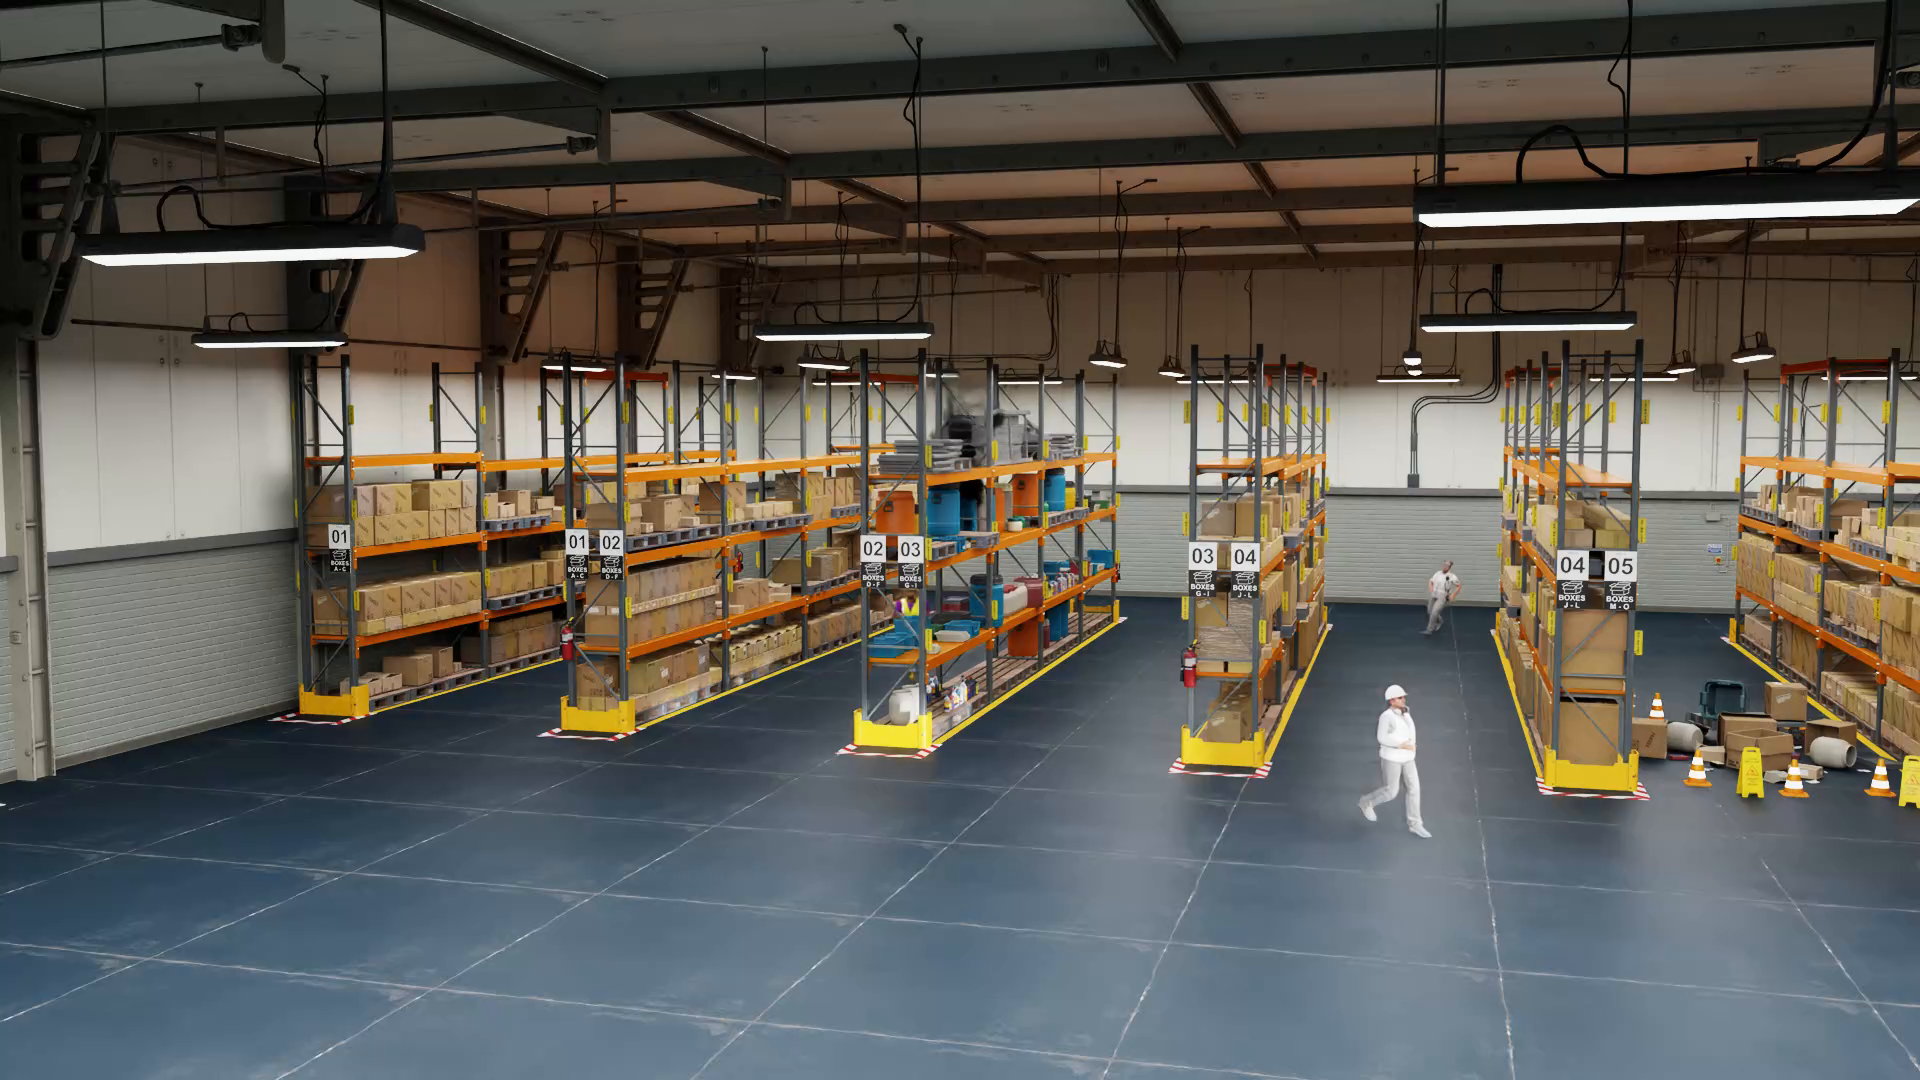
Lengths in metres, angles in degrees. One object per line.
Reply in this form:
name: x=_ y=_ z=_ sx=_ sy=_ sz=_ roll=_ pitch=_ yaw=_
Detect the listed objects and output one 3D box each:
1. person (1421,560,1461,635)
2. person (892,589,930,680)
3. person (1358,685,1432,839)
person: x=10.943 y=1.303 z=37.866 sx=0.836 sy=1.718 sz=0.728 roll=-3 pitch=5 yaw=-38
person: x=-0.941 y=1.719 z=31.578 sx=0.701 sy=1.765 sz=0.897 roll=0 pitch=4 yaw=4
person: x=5.230 y=2.624 z=19.925 sx=0.673 sy=1.778 sz=0.963 roll=-3 pitch=6 yaw=-39
